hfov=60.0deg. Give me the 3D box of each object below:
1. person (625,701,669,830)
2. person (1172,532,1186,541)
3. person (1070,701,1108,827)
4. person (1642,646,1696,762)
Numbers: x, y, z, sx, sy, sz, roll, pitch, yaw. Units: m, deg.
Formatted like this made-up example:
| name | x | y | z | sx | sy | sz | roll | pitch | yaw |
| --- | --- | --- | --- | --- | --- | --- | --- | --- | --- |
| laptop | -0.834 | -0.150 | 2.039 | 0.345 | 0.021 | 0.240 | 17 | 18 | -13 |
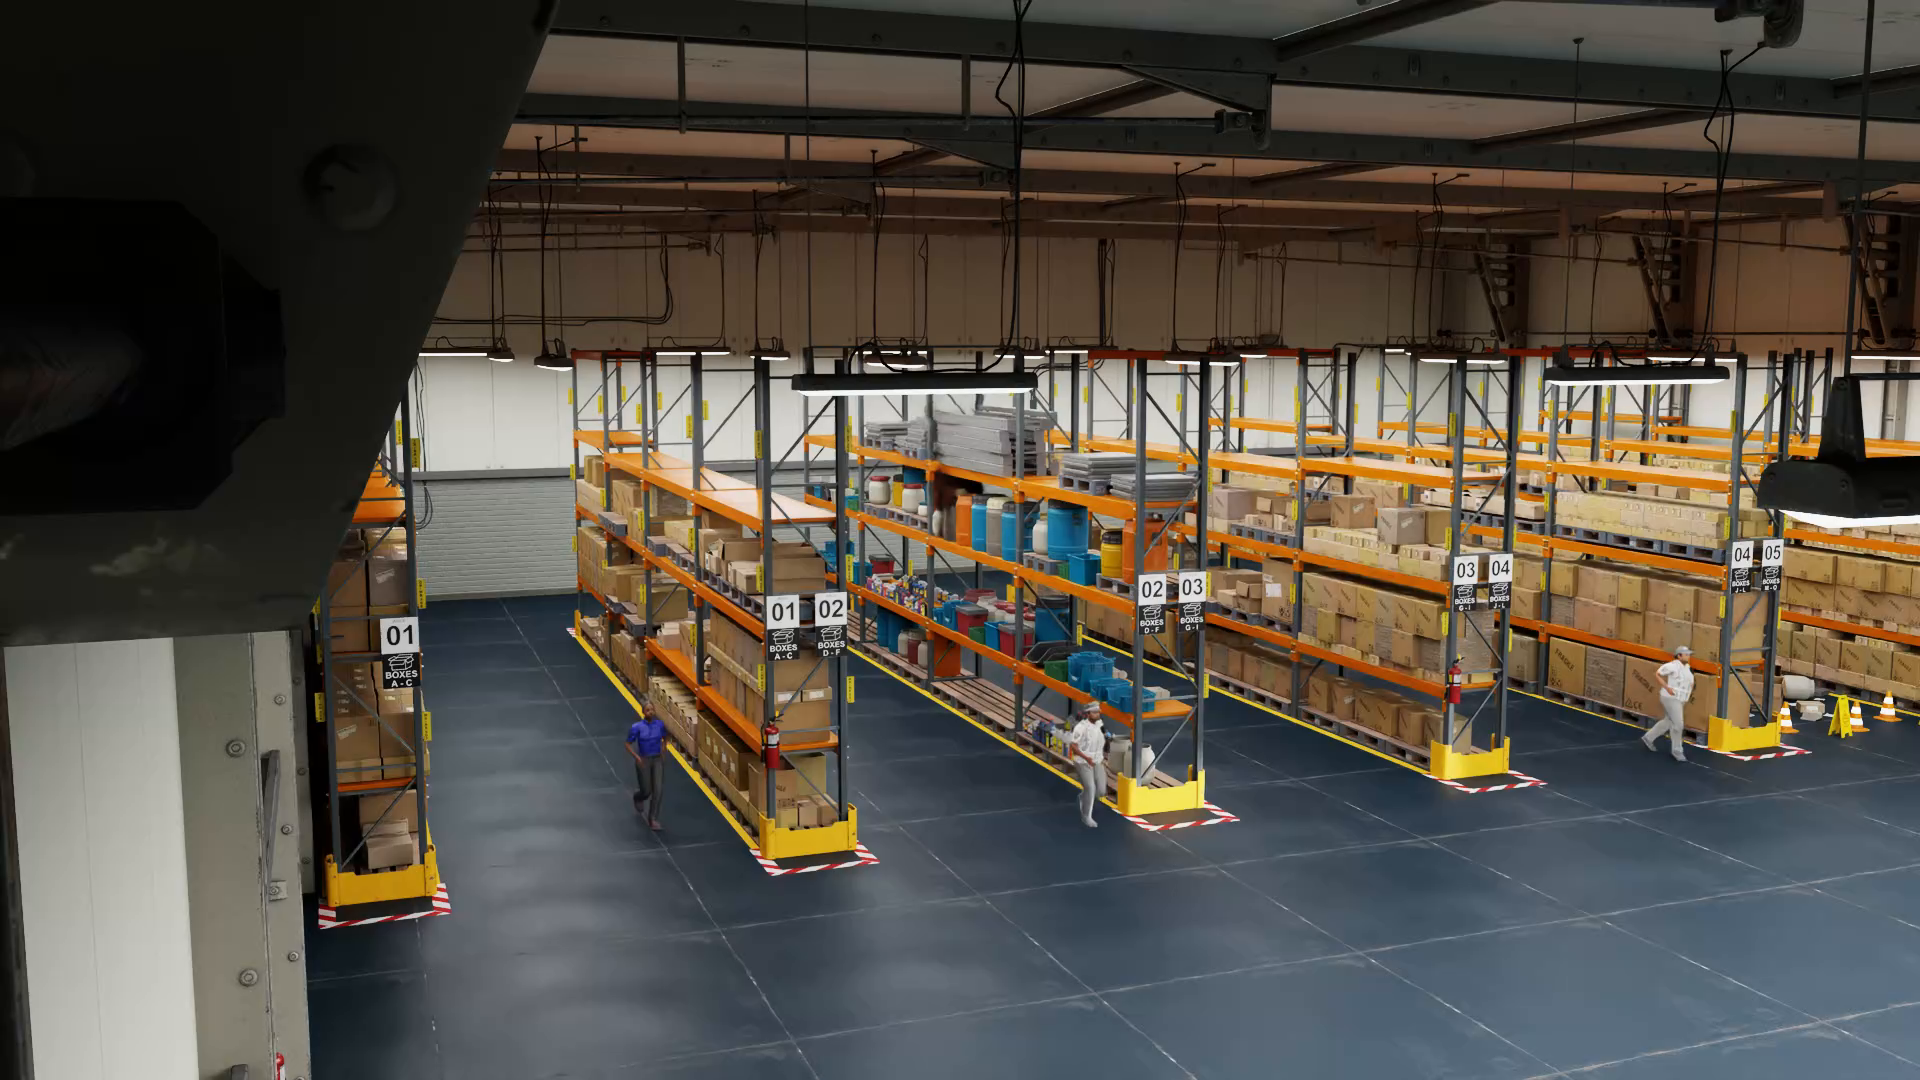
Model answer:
| name | x | y | z | sx | sy | sz | roll | pitch | yaw |
| --- | --- | --- | --- | --- | --- | --- | --- | --- | --- |
| person | -4.006 | 2.870 | 21.414 | 0.593 | 1.618 | 0.727 | -4 | 8 | -30 |
| person | 5.346 | 0.450 | 40.749 | 0.630 | 1.694 | 0.786 | 6 | 10 | 42 |
| person | 1.669 | 2.871 | 21.455 | 0.592 | 1.668 | 0.585 | -5 | 9 | -34 |
| person | 10.749 | 2.428 | 25.038 | 0.623 | 1.704 | 0.799 | -6 | 9 | -39 |
